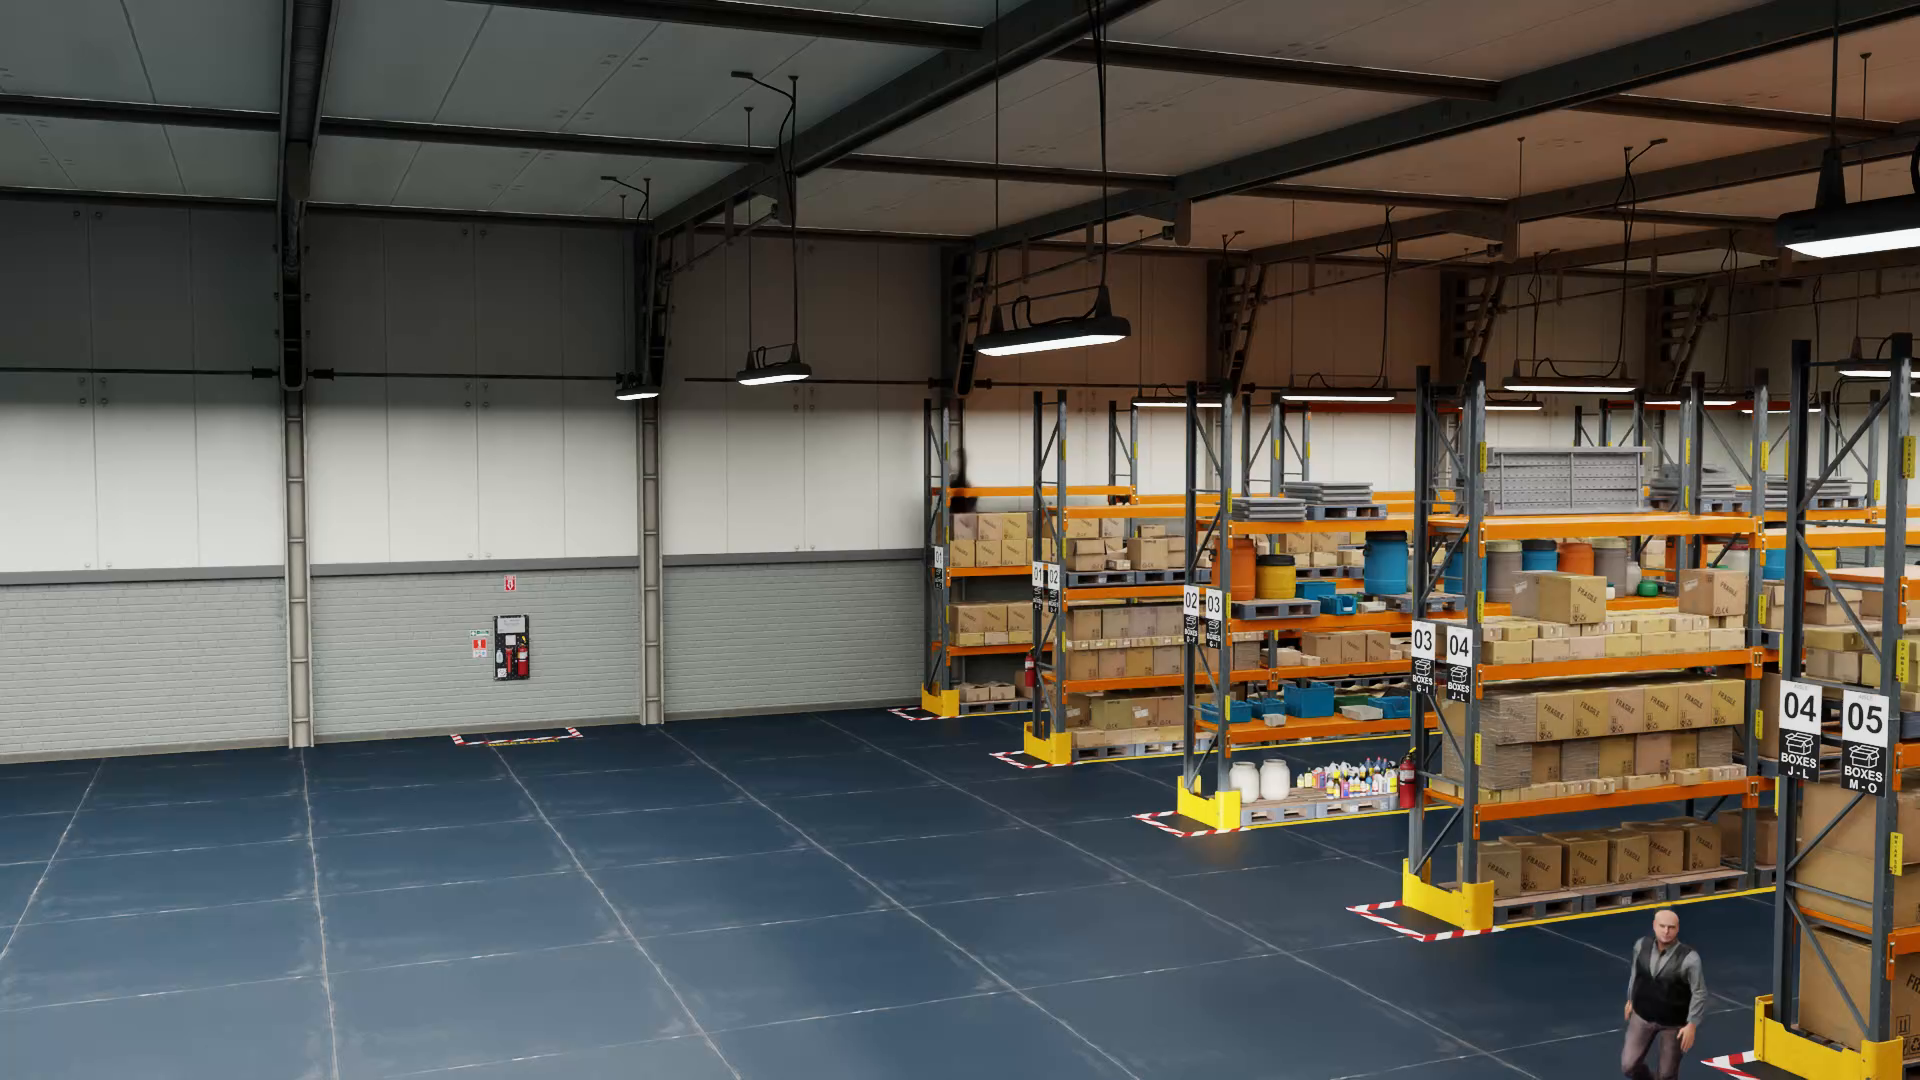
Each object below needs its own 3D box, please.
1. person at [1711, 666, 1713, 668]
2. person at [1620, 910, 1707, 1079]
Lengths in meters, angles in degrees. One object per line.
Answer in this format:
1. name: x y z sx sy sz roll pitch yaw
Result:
1. person: 16.889 2.202 36.821 0.673 1.610 0.657 0 3 3
2. person: 5.267 3.588 12.450 0.653 1.701 0.560 3 4 40
